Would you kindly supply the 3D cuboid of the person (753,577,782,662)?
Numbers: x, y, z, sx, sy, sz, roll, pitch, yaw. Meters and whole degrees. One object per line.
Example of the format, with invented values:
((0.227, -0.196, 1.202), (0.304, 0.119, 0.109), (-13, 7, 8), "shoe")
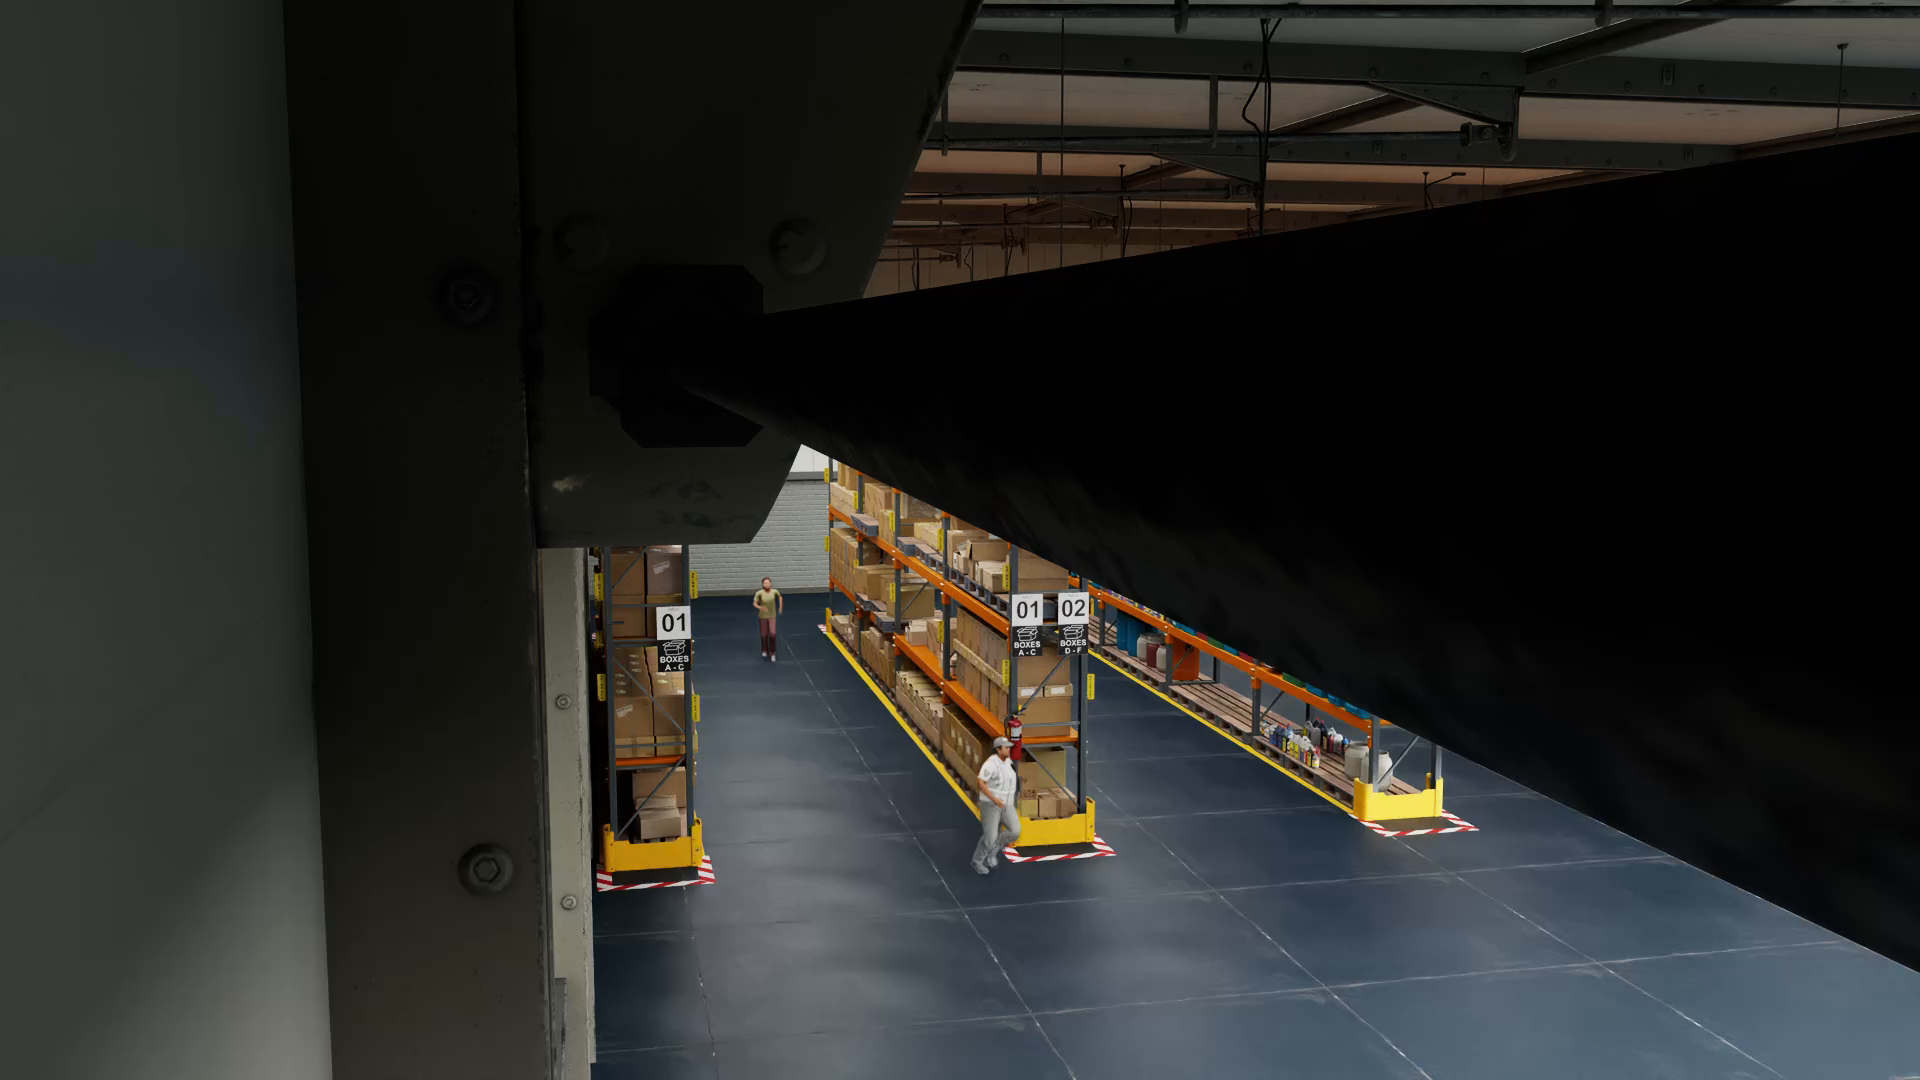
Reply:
((-3.831, 1.587, 33.179), (0.595, 1.724, 0.709), (-1, 7, -11), "person")

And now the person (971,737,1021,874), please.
((0.495, 3.175, 19.985), (0.536, 1.602, 0.666), (7, 9, 44), "person")
